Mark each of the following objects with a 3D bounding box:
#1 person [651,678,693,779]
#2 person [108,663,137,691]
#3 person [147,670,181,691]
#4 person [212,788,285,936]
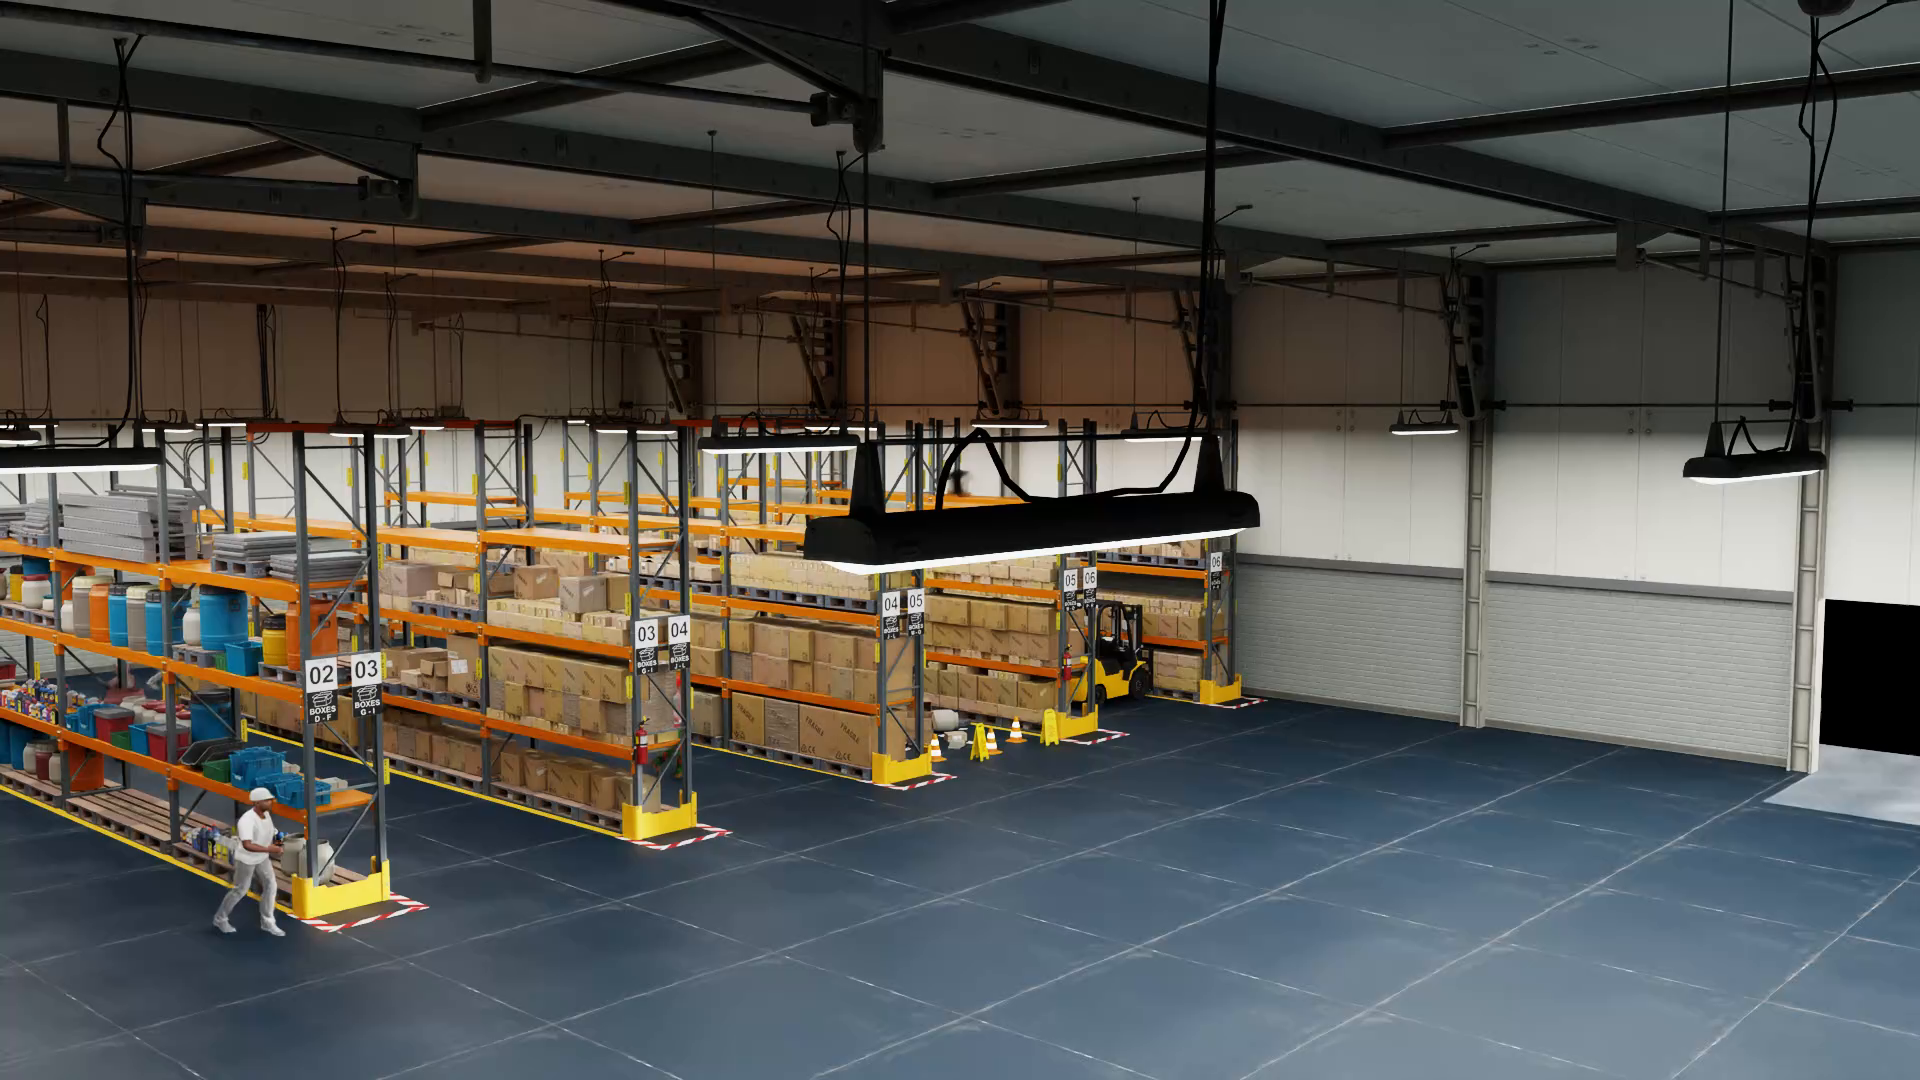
[{"bbox_3d":[-4.843,3.180,28.113,0.791,1.737,0.650,2,5,18],"label":"person"},{"bbox_3d":[-14.787,3.044,29.489,0.849,1.778,0.654,3,6,33],"label":"person"},{"bbox_3d":[-17.281,2.477,36.401,0.961,1.775,0.632,-1,5,-12],"label":"person"},{"bbox_3d":[-8.406,3.835,19.789,0.963,1.794,0.675,1,5,10],"label":"person"}]
